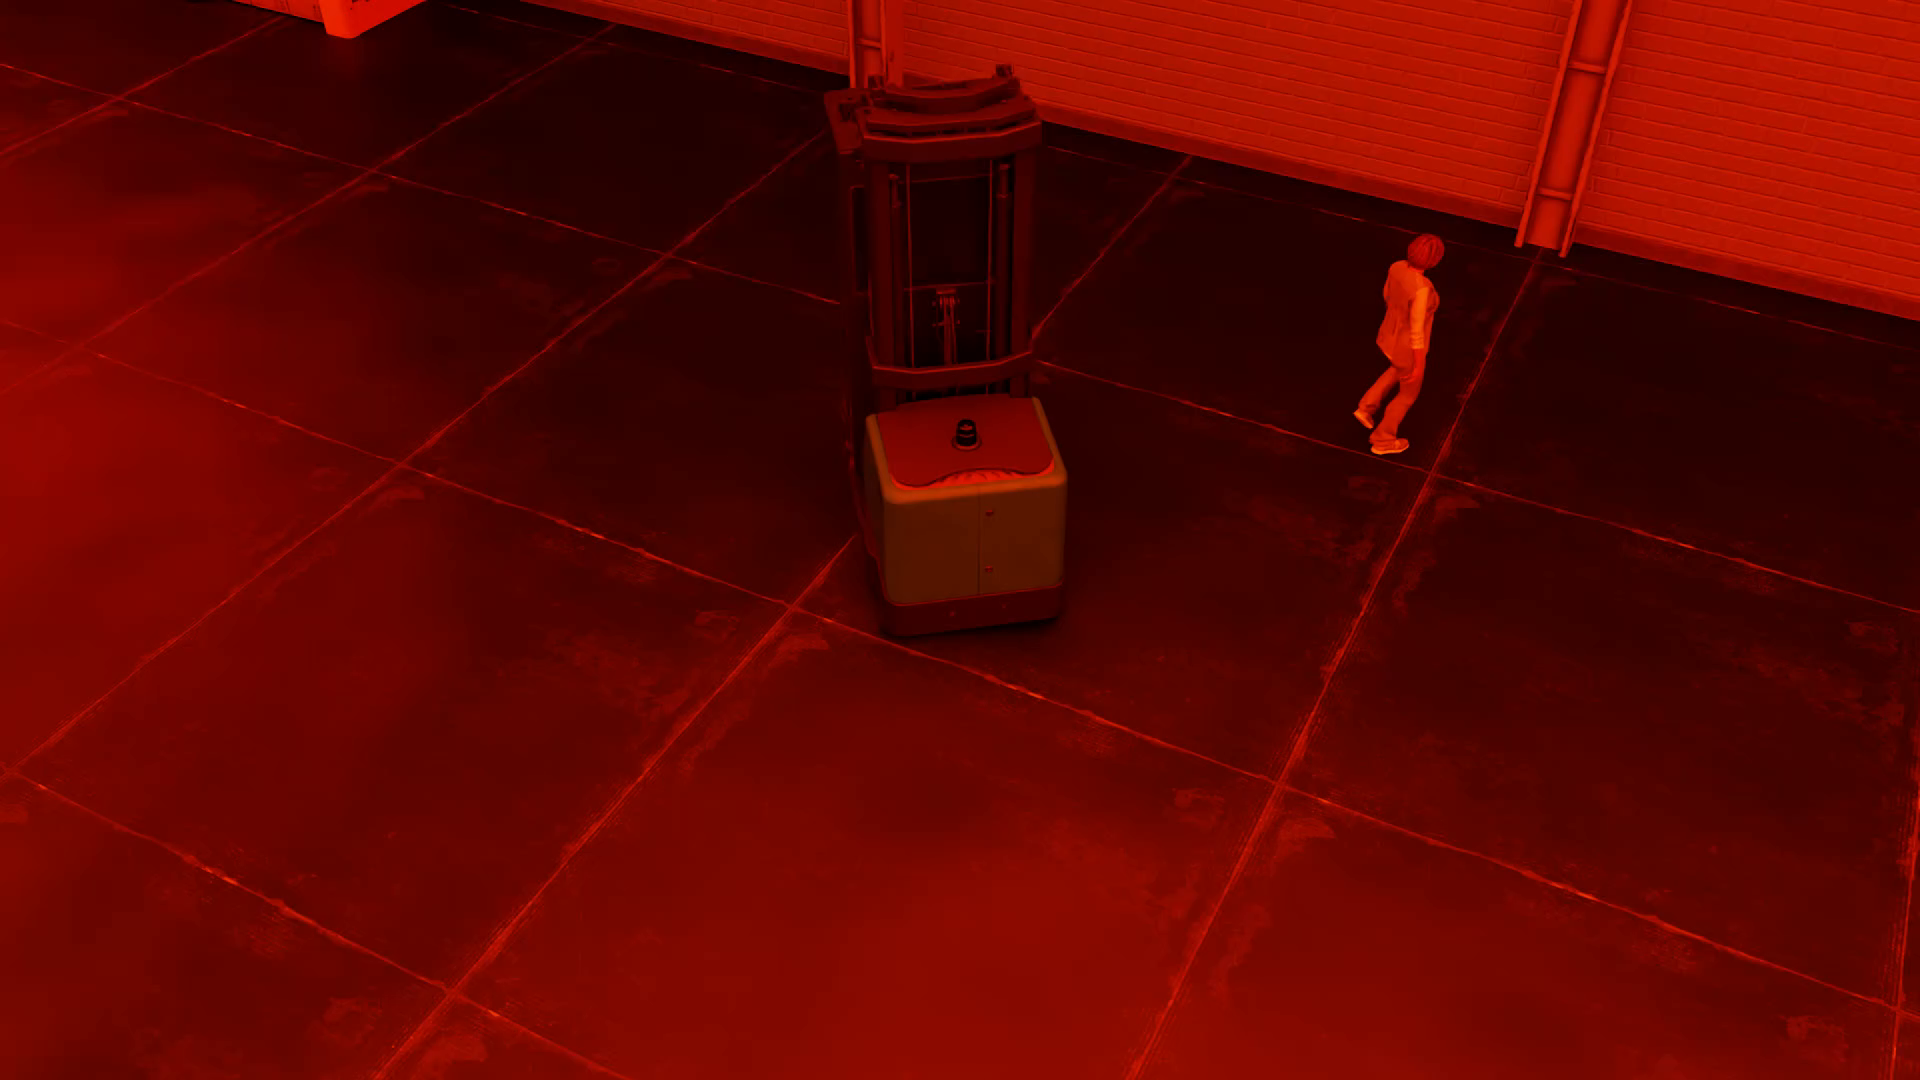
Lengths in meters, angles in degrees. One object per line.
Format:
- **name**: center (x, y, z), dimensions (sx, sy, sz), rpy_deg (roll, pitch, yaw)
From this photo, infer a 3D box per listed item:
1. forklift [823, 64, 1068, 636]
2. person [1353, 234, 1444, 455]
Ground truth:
- **forklift**: center (-0.166, -1.524, 9.796), dimensions (1.130, 2.935, 3.031), rpy_deg (-7, 41, -8)
- **person**: center (2.820, -1.236, 10.509), dimensions (0.419, 1.578, 0.566), rpy_deg (-13, 42, -15)
